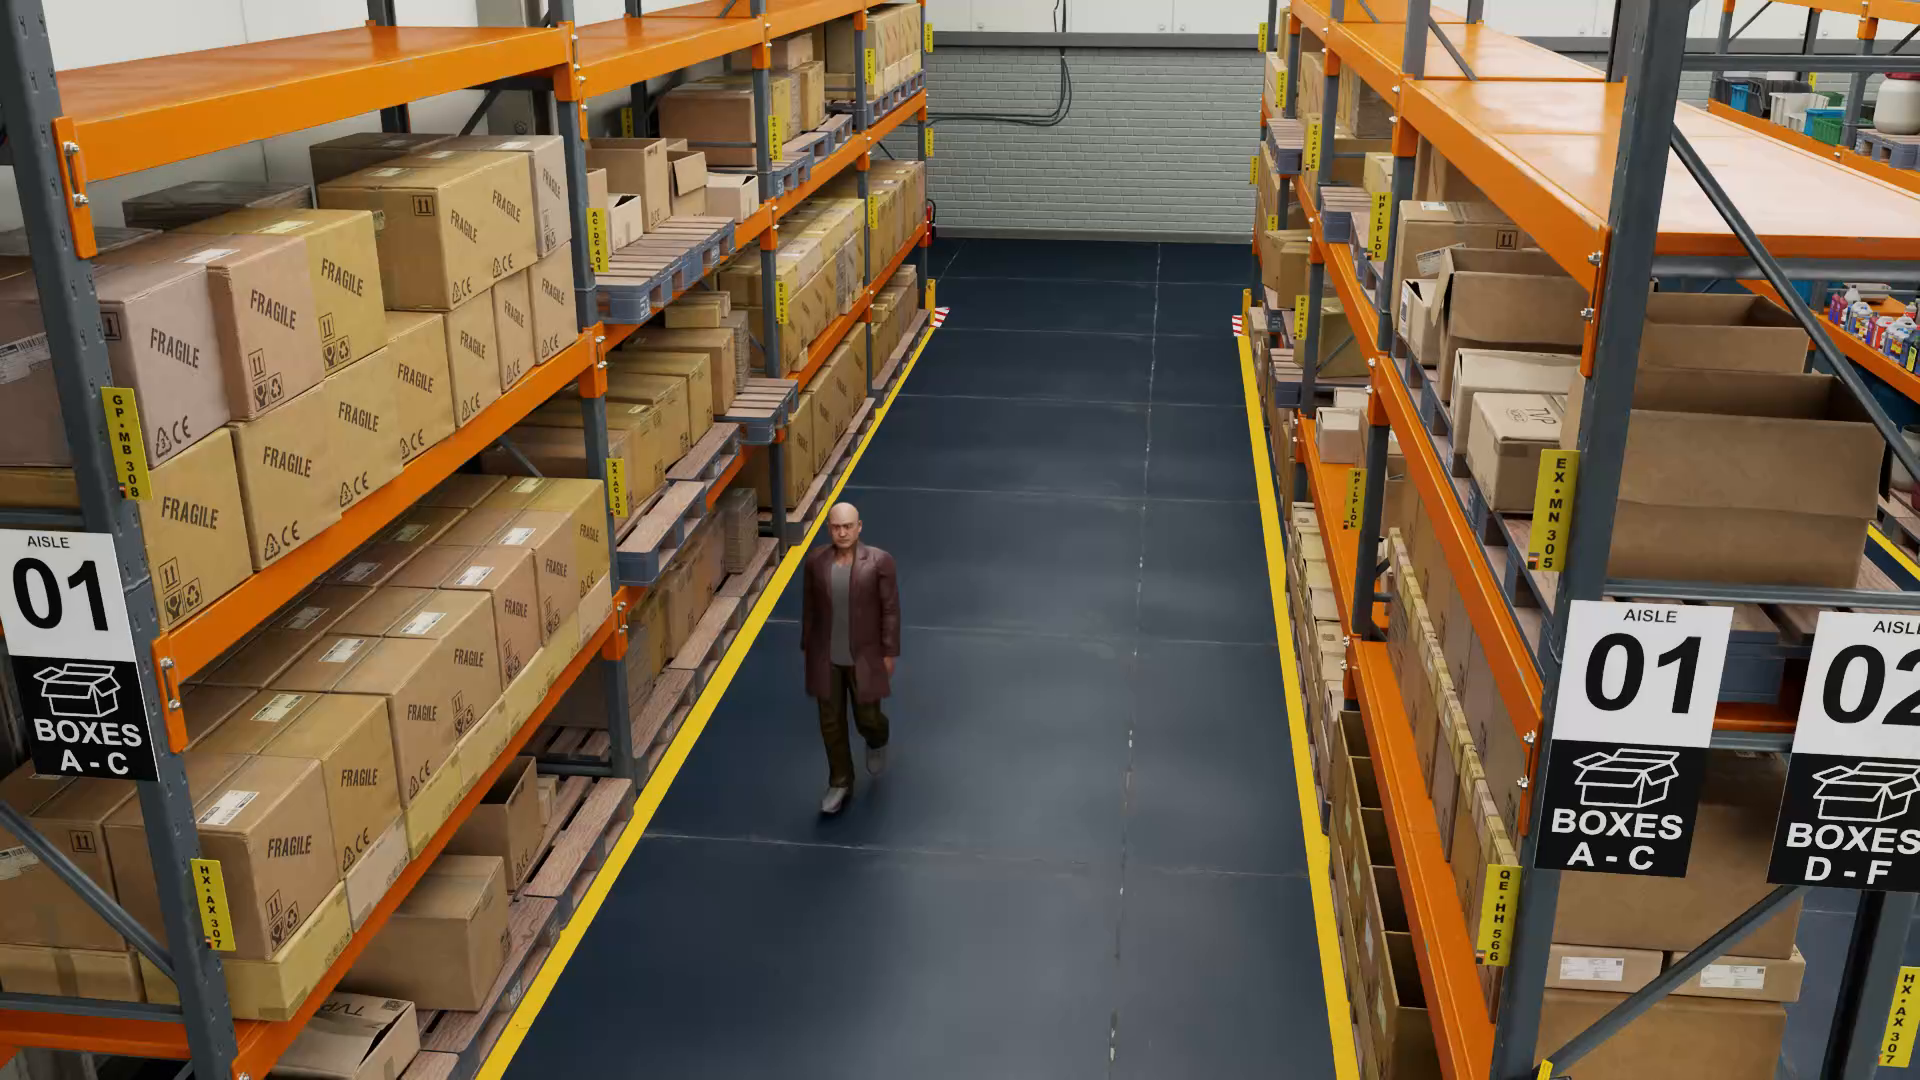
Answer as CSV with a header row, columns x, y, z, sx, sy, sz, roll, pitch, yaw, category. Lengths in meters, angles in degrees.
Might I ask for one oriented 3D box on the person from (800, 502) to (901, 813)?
x,y,z,sx,sy,sz,roll,pitch,yaw,category
-0.617,0.629,9.390,0.585,1.763,0.693,4,21,11,person
